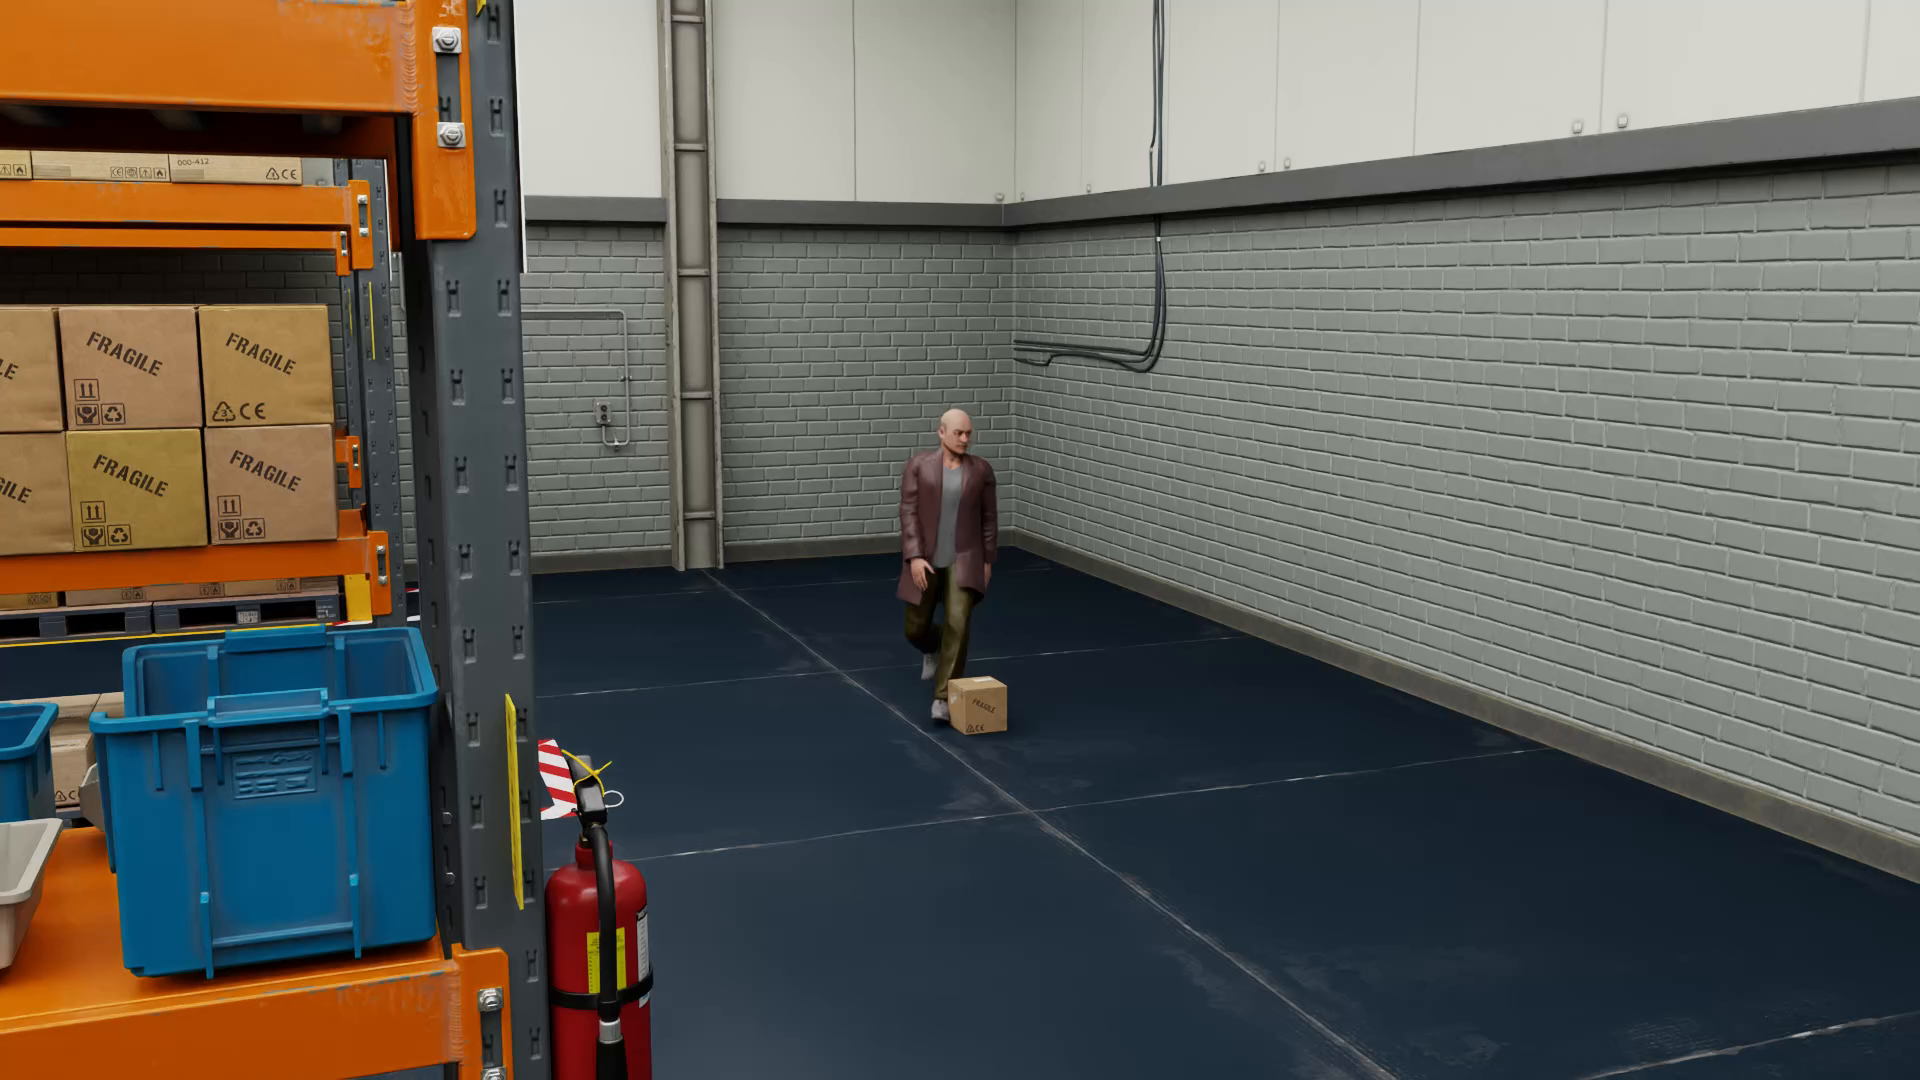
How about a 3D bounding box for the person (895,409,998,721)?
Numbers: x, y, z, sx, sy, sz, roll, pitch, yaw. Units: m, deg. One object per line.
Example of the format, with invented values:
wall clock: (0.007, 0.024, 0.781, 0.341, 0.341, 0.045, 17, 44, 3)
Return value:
person: (-0.076, 0.106, 9.450, 0.588, 1.691, 1.049, 0, 9, 0)
